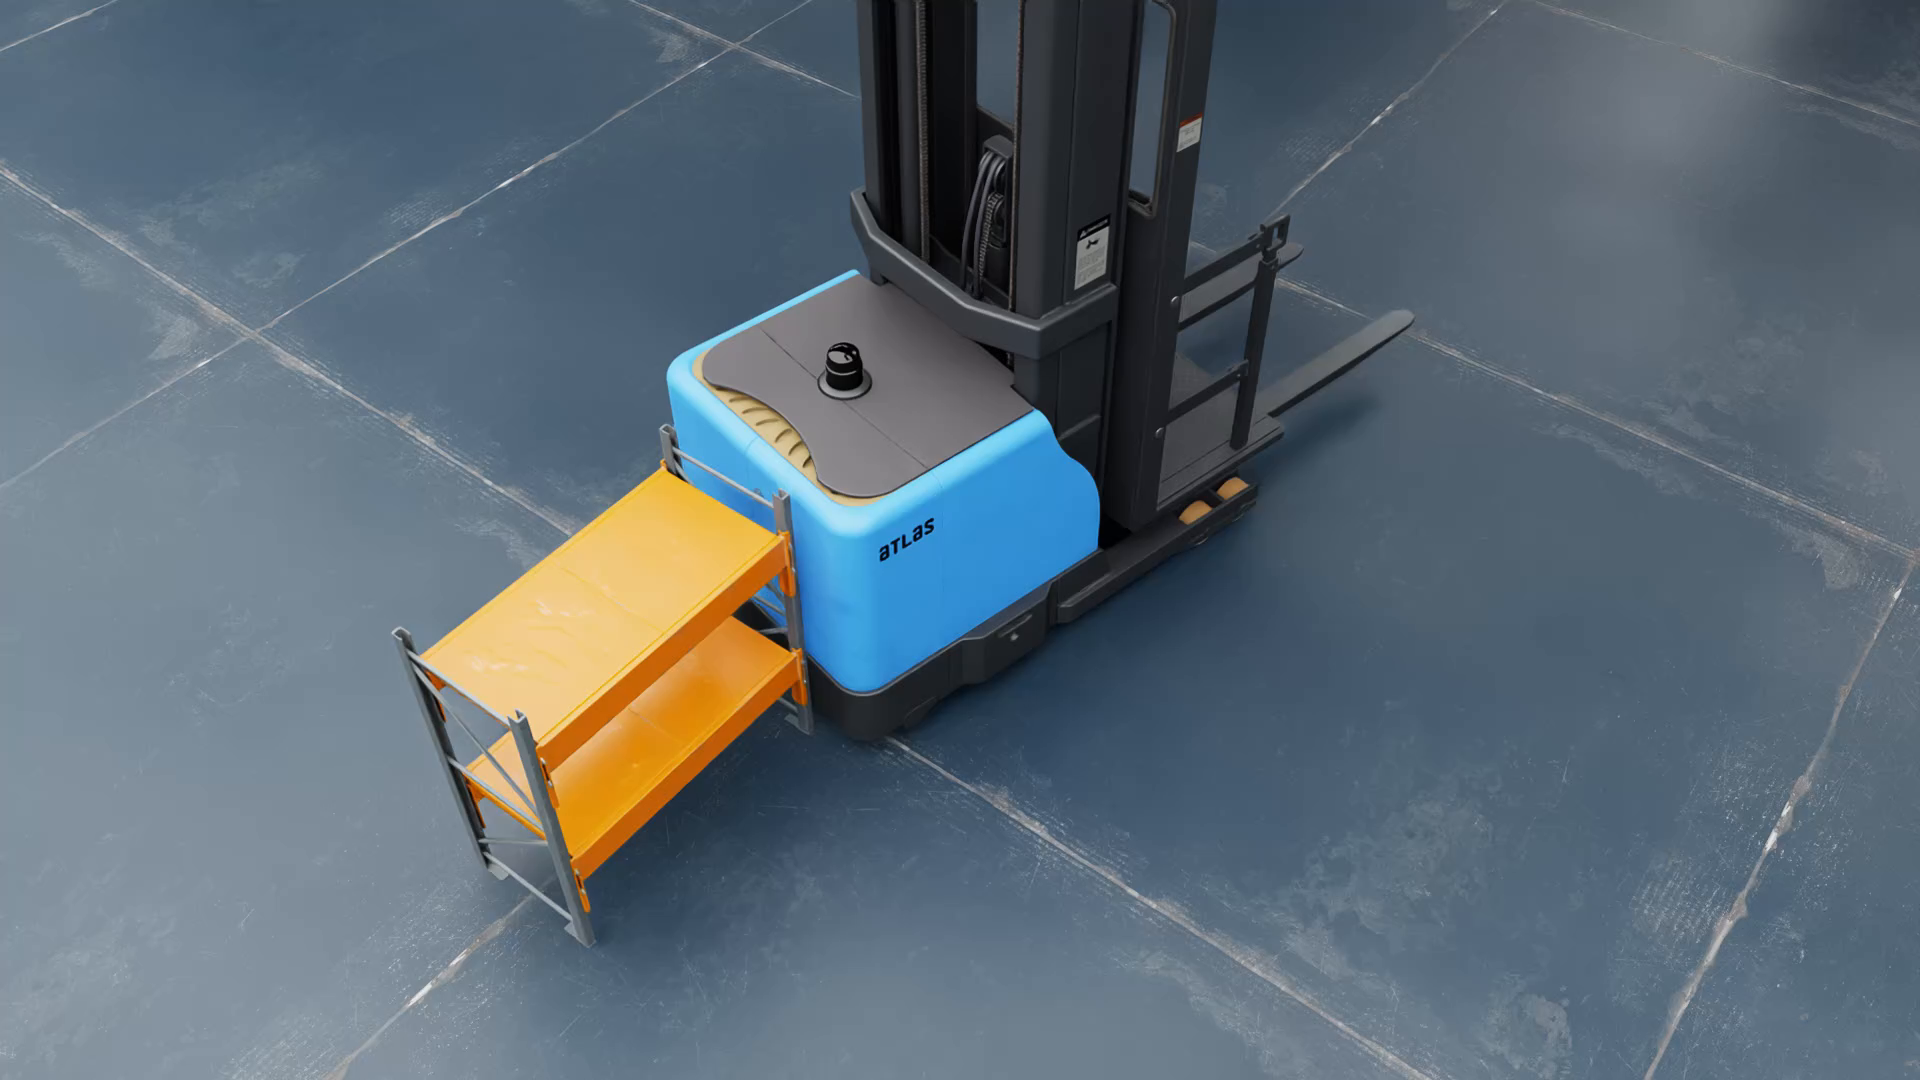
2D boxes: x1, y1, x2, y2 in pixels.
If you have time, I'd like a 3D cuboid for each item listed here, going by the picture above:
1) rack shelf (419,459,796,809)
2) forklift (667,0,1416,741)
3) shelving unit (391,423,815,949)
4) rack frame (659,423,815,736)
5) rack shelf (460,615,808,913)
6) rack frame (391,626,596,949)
[{"bbox_3d":[-1.010,0.244,4.834,0.538,0.278,1.000,29,53,25],"label":"rack shelf"},{"bbox_3d":[0.497,-1.259,5.426,3.031,2.935,1.130,-31,54,-26],"label":"forklift"},{"bbox_3d":[-1.010,0.446,5.046,0.538,1.125,1.048,29,53,25],"label":"shelving unit"},{"bbox_3d":[-0.701,0.154,5.325,0.500,1.125,0.032,29,53,25],"label":"rack frame"},{"bbox_3d":[-1.010,0.615,5.223,0.538,0.278,1.000,29,53,25],"label":"rack shelf"},{"bbox_3d":[-1.318,0.738,4.767,0.500,1.125,0.032,29,53,25],"label":"rack frame"}]
